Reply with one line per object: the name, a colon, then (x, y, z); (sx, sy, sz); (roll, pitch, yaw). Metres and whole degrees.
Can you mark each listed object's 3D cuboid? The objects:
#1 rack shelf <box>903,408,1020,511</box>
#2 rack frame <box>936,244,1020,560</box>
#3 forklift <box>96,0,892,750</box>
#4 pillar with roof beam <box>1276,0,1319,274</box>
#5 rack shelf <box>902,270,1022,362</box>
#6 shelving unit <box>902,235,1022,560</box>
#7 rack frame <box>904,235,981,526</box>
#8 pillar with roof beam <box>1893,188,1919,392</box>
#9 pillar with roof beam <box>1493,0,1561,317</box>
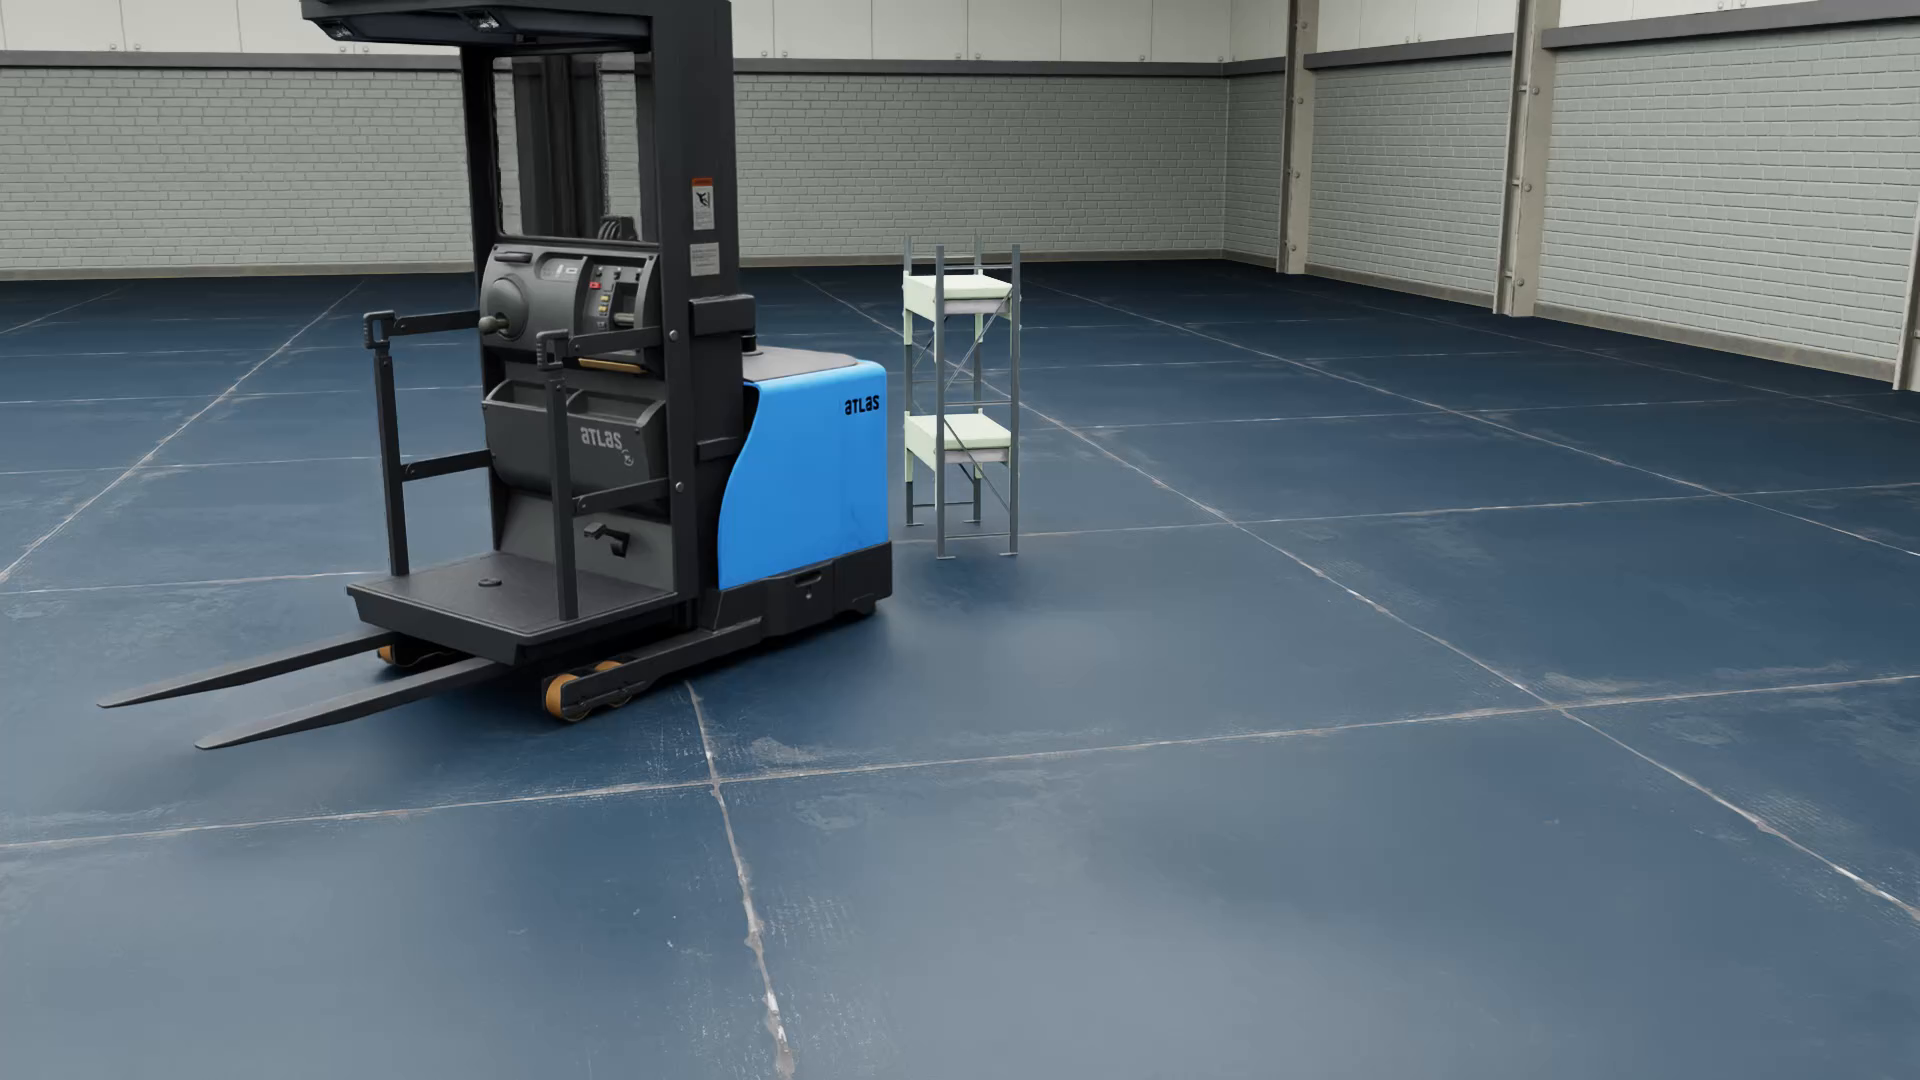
rack shelf: (-0.002, -0.413, 8.333); (0.431, 0.370, 0.720); (-3, 14, -13)
rack frame: (0.084, -0.646, 7.910); (0.400, 1.500, 0.023); (-3, 14, -13)
forklift: (-1.589, -0.919, 6.012); (1.130, 2.935, 3.031); (10, 17, 36)
pillar with roof beam: (0.713, -8.082, 22.547); (9.100, 9.000, 0.400); (-3, 14, -13)
rack shelf: (-0.002, -1.109, 8.163); (0.431, 0.370, 0.720); (-3, 14, -13)
shelving unit: (-0.002, -0.730, 8.255); (0.431, 1.500, 0.755); (-3, 14, -13)
rack frame: (-0.088, -0.815, 8.601); (0.400, 1.500, 0.023); (-3, 14, -13)
pillar with roof beam: (3.531, -5.314, 11.215); (9.100, 9.000, 0.400); (-3, 14, -13)
pillar with roof beam: (2.122, -6.698, 16.881); (9.100, 9.000, 0.400); (-3, 14, -13)
